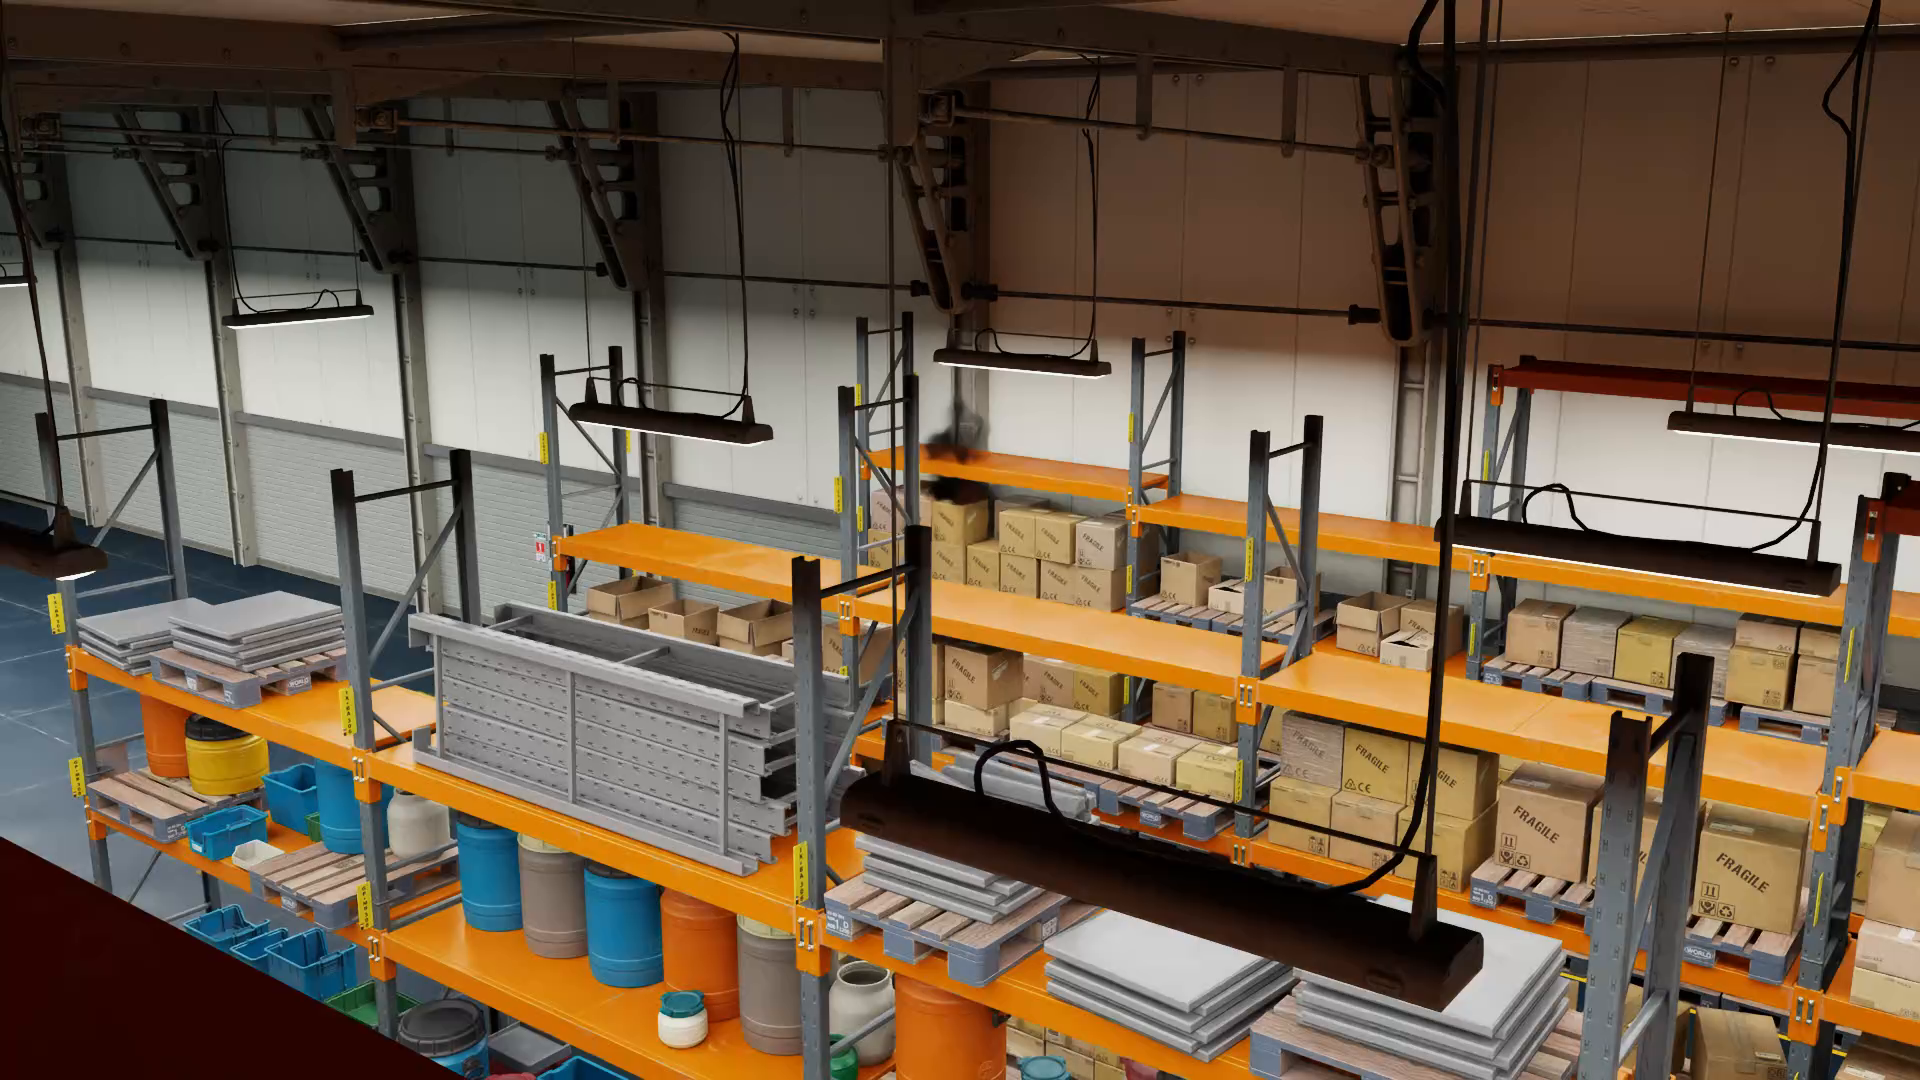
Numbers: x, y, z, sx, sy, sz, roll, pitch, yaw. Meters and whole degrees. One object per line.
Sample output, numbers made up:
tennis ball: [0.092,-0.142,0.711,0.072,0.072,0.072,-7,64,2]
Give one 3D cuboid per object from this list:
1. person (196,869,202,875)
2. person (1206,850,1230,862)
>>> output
person: [-8.587,2.961,18.626,0.600,1.722,0.685,-8,15,-30]
person: [2.445,3.655,16.072,0.559,1.550,0.532,8,15,30]
